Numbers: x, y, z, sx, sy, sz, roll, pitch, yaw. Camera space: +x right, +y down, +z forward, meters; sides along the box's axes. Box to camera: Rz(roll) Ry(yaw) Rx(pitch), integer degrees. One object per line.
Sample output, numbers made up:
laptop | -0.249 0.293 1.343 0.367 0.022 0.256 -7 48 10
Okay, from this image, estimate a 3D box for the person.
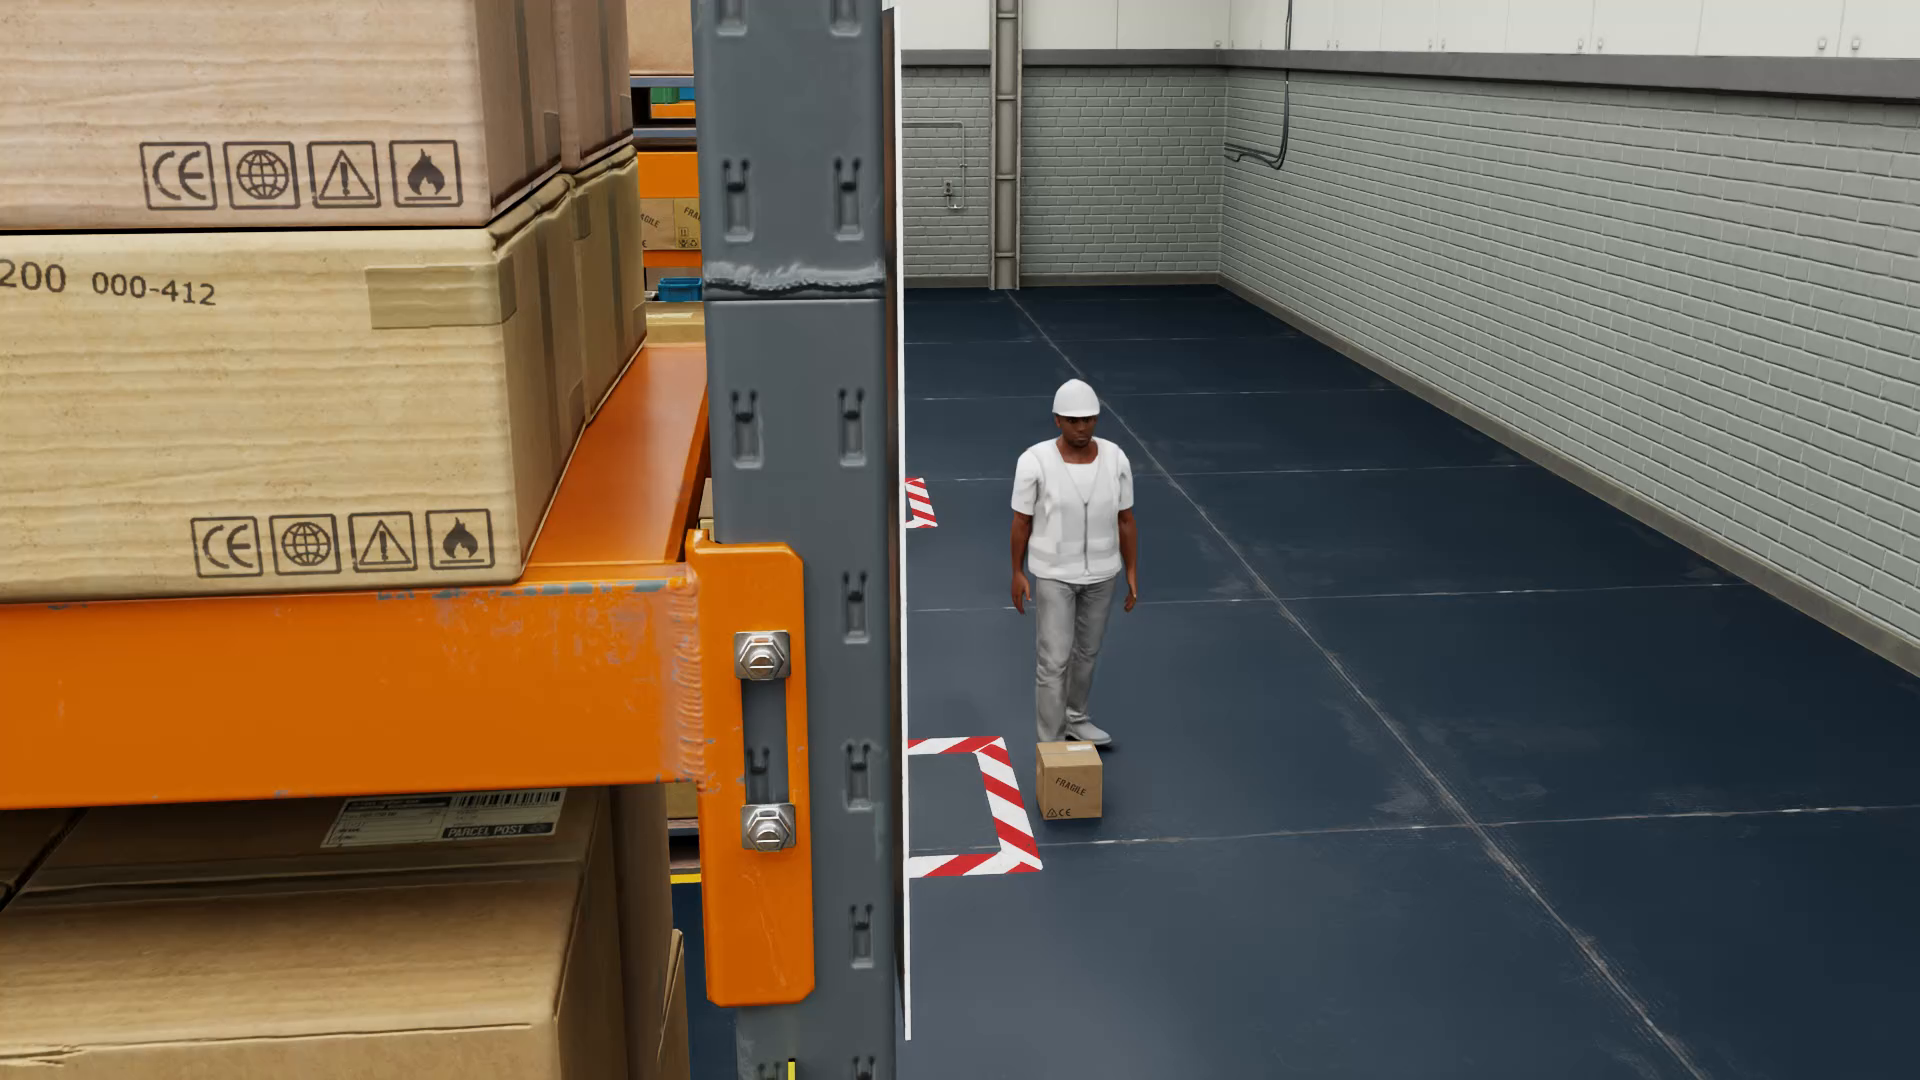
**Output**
person | 0.546 0.168 7.420 0.565 1.760 0.676 -5 17 -18
